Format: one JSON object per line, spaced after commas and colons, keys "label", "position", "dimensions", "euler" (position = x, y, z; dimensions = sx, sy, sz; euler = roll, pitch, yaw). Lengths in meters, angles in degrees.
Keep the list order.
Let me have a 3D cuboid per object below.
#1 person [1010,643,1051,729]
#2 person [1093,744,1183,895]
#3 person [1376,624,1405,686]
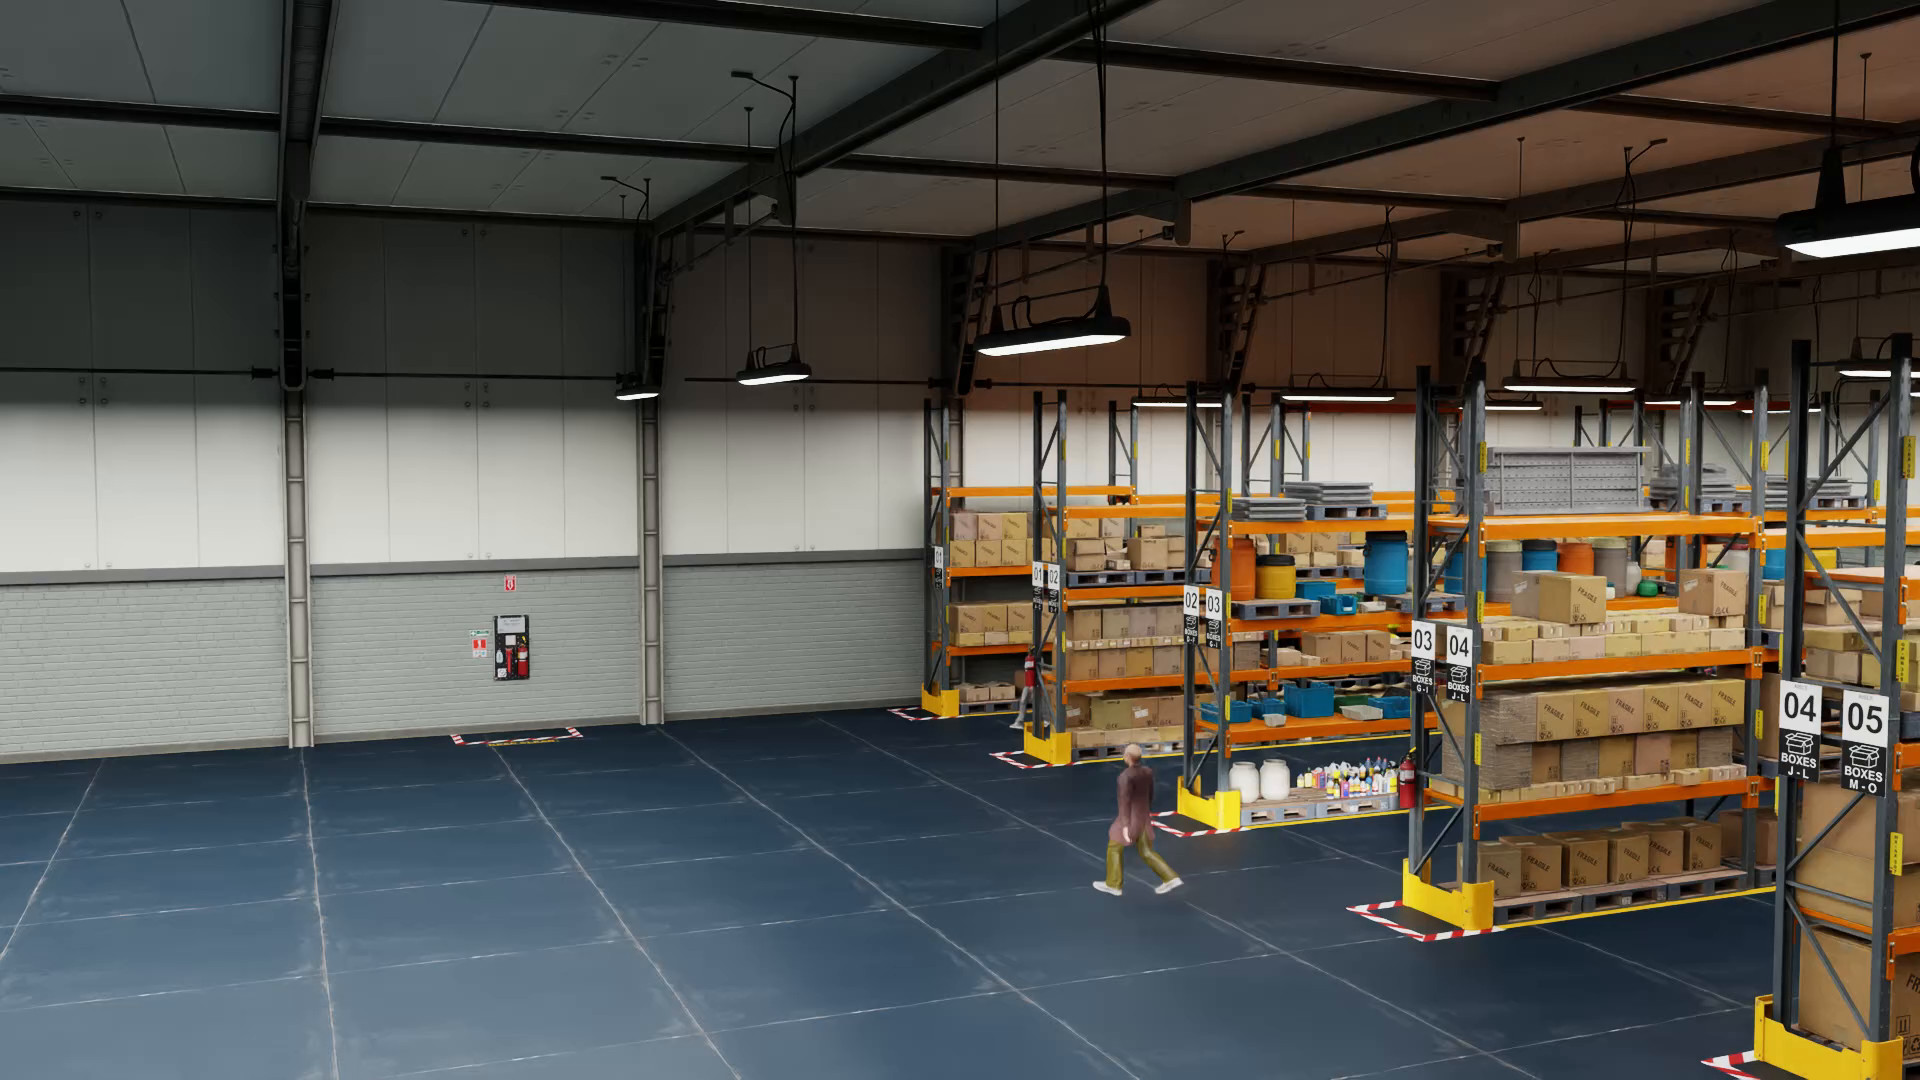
{"label": "person", "position": [1.283, 2.614, 29.818], "dimensions": [0.432, 1.547, 0.949], "euler": [3, 5, 44]}
{"label": "person", "position": [1.999, 3.177, 18.787], "dimensions": [1.078, 1.736, 0.576], "euler": [3, 4, 39]}
{"label": "person", "position": [8.201, 2.414, 31.723], "dimensions": [0.611, 1.767, 0.434], "euler": [3, 5, 44]}
